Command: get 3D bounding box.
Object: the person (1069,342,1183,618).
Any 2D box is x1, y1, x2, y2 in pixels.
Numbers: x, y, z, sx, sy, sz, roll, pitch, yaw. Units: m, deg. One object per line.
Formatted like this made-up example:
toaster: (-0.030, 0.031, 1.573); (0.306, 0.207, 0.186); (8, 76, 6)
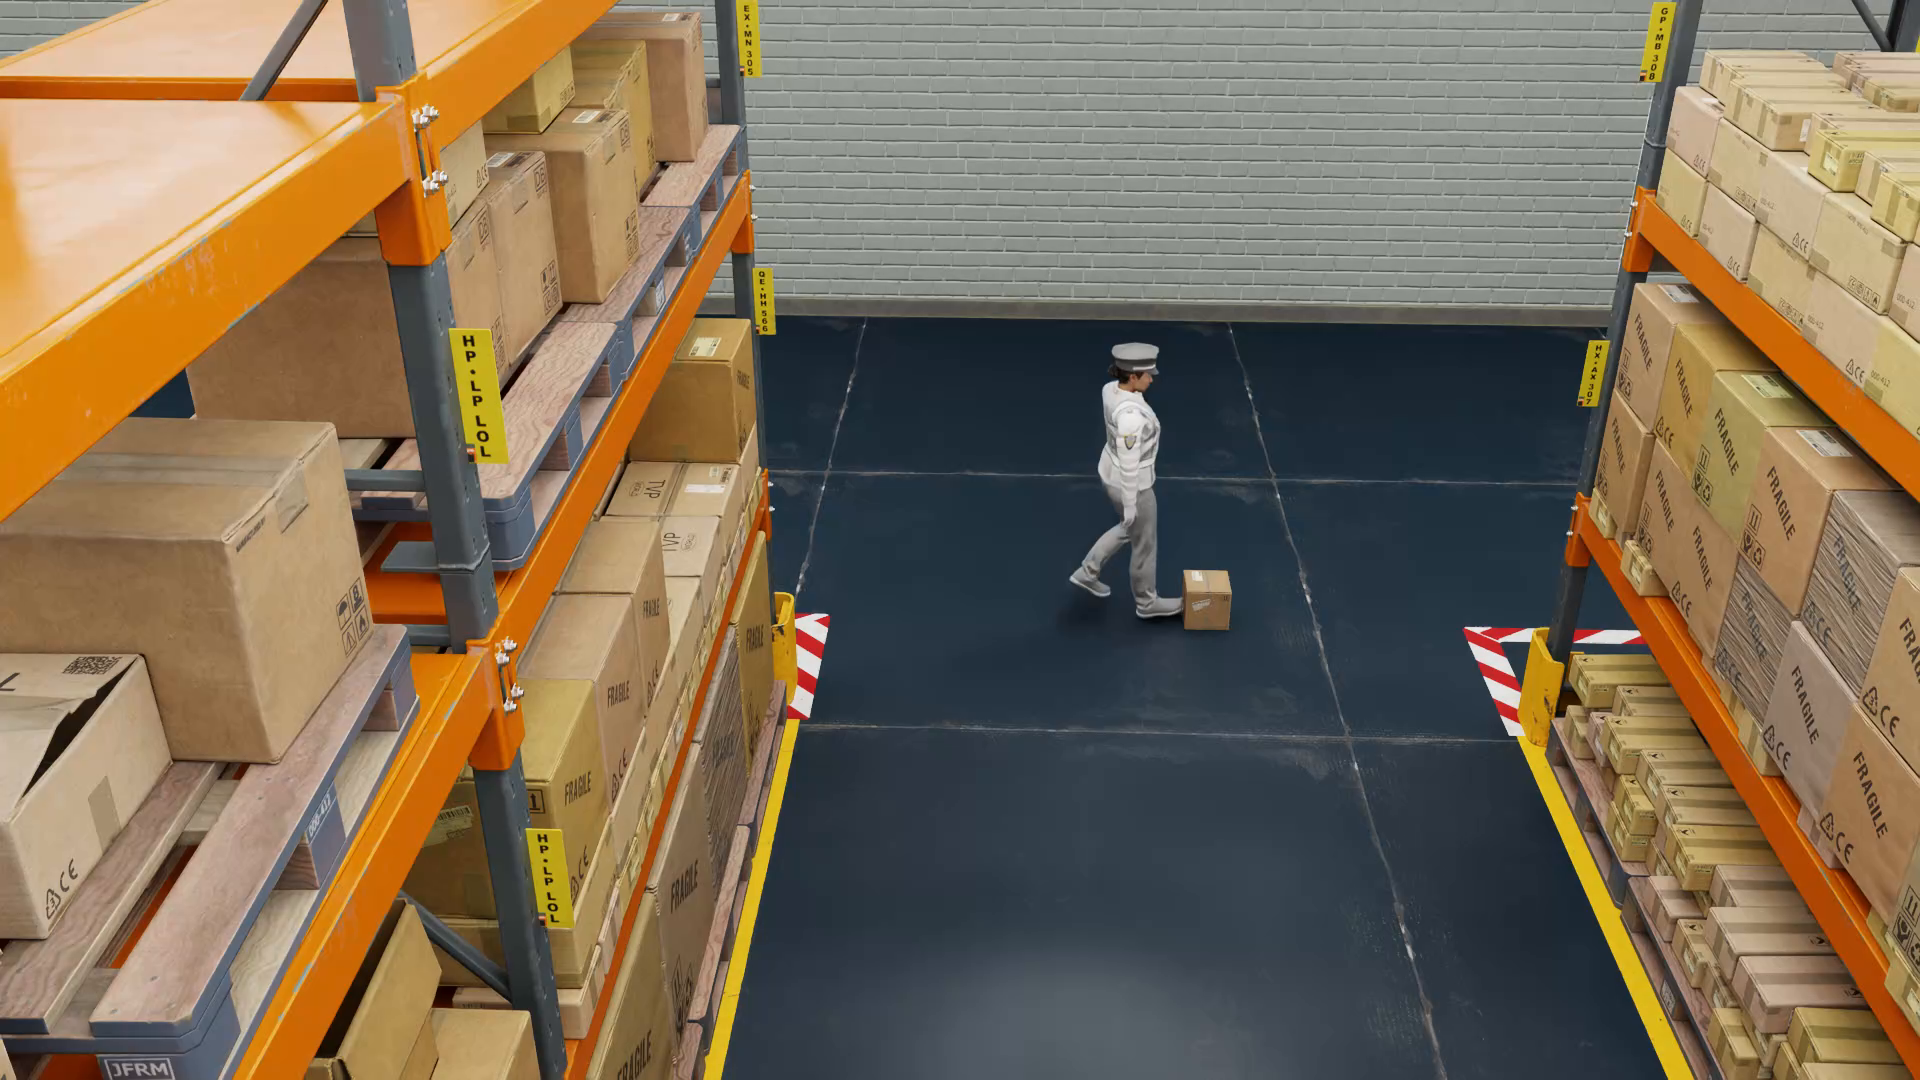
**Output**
person: (0.965, -0.313, 9.163); (0.648, 1.651, 0.504); (-5, 29, -9)
